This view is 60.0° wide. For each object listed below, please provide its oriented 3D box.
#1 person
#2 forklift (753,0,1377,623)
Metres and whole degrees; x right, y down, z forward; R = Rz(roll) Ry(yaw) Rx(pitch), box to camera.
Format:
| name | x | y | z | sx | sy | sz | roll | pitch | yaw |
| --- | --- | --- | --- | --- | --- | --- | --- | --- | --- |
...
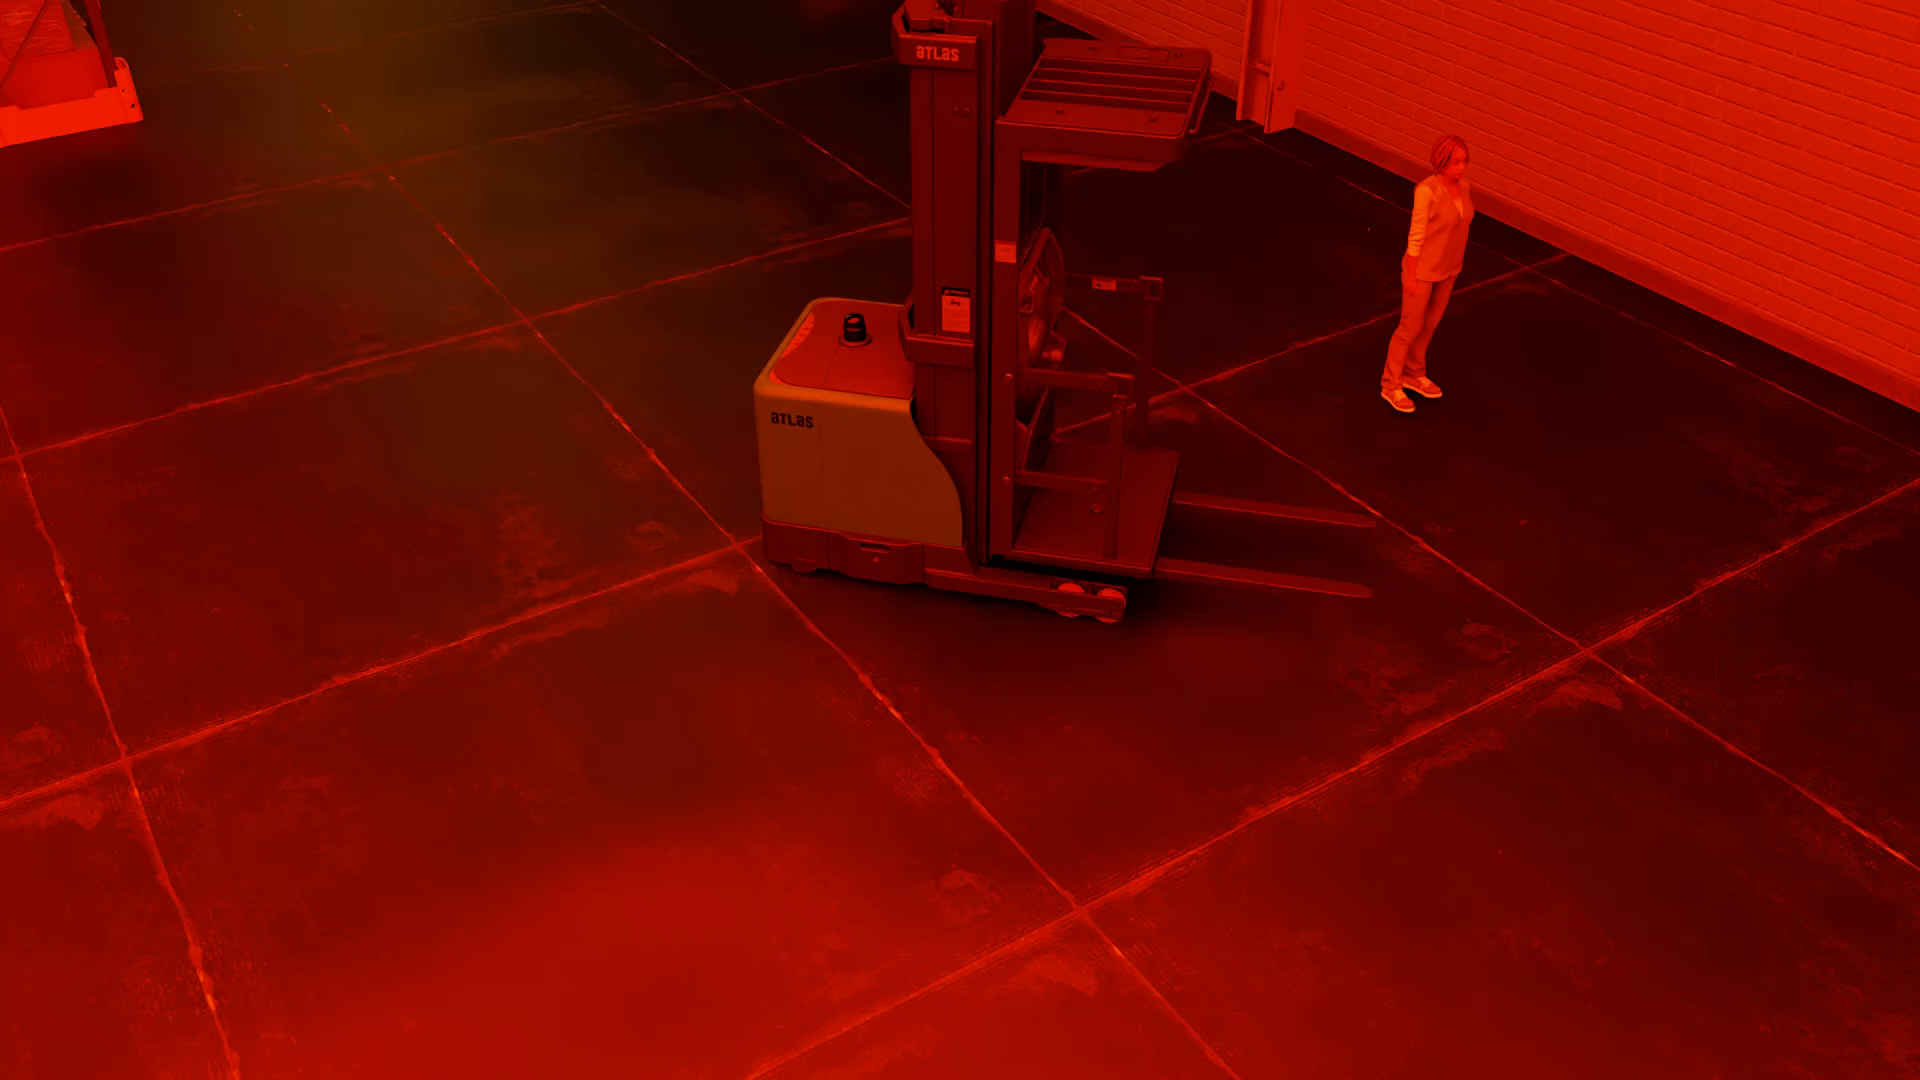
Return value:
| name | x | y | z | sx | sy | sz | roll | pitch | yaw |
| --- | --- | --- | --- | --- | --- | --- | --- | --- | --- |
| person | 2.661 | -1.511 | 9.388 | 0.411 | 1.604 | 0.313 | -24 | 42 | -30 |
| forklift | 0.570 | -1.132 | 7.759 | 3.031 | 2.935 | 1.130 | 8 | 36 | 11 |
